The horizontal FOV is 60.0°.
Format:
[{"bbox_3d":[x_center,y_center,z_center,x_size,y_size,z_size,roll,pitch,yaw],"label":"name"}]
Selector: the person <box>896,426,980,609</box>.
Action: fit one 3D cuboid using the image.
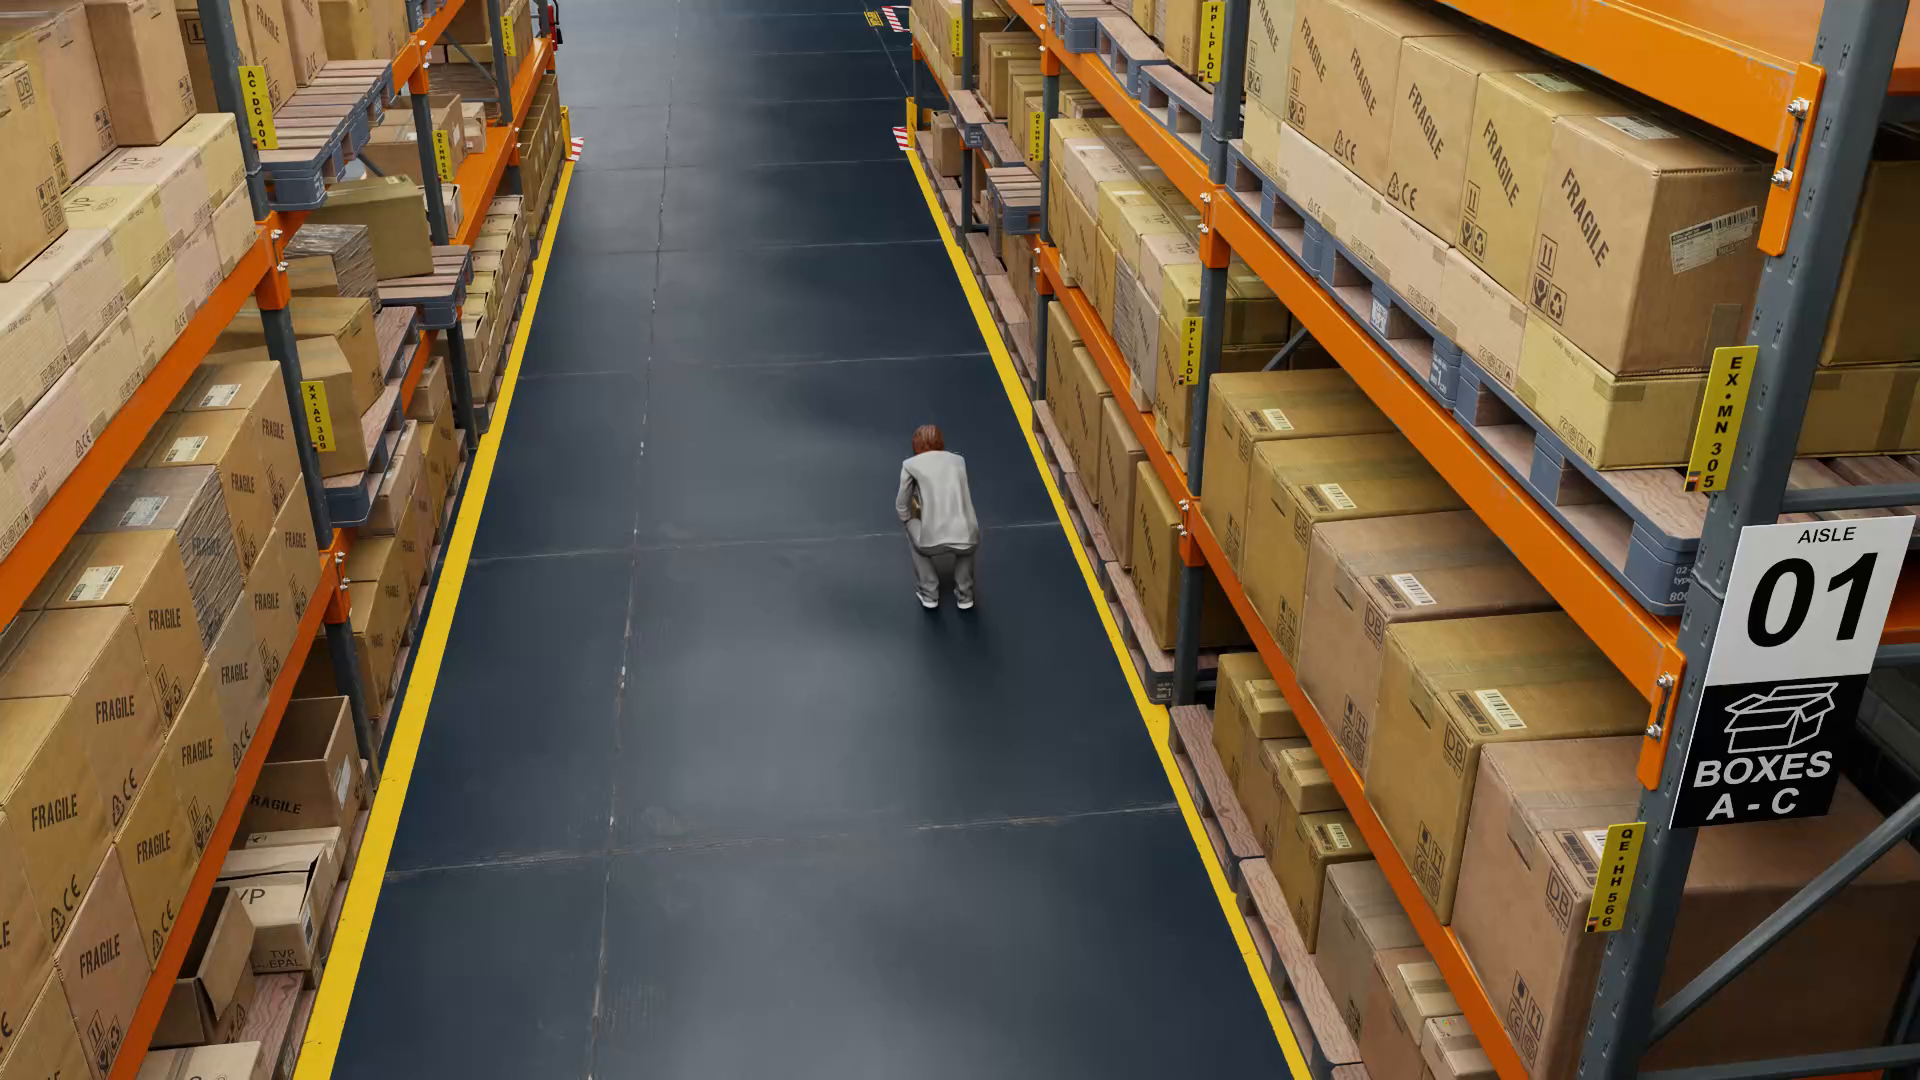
[{"bbox_3d":[-0.122,-0.101,9.533,0.451,0.945,0.790,-3,28,-6],"label":"person"}]
